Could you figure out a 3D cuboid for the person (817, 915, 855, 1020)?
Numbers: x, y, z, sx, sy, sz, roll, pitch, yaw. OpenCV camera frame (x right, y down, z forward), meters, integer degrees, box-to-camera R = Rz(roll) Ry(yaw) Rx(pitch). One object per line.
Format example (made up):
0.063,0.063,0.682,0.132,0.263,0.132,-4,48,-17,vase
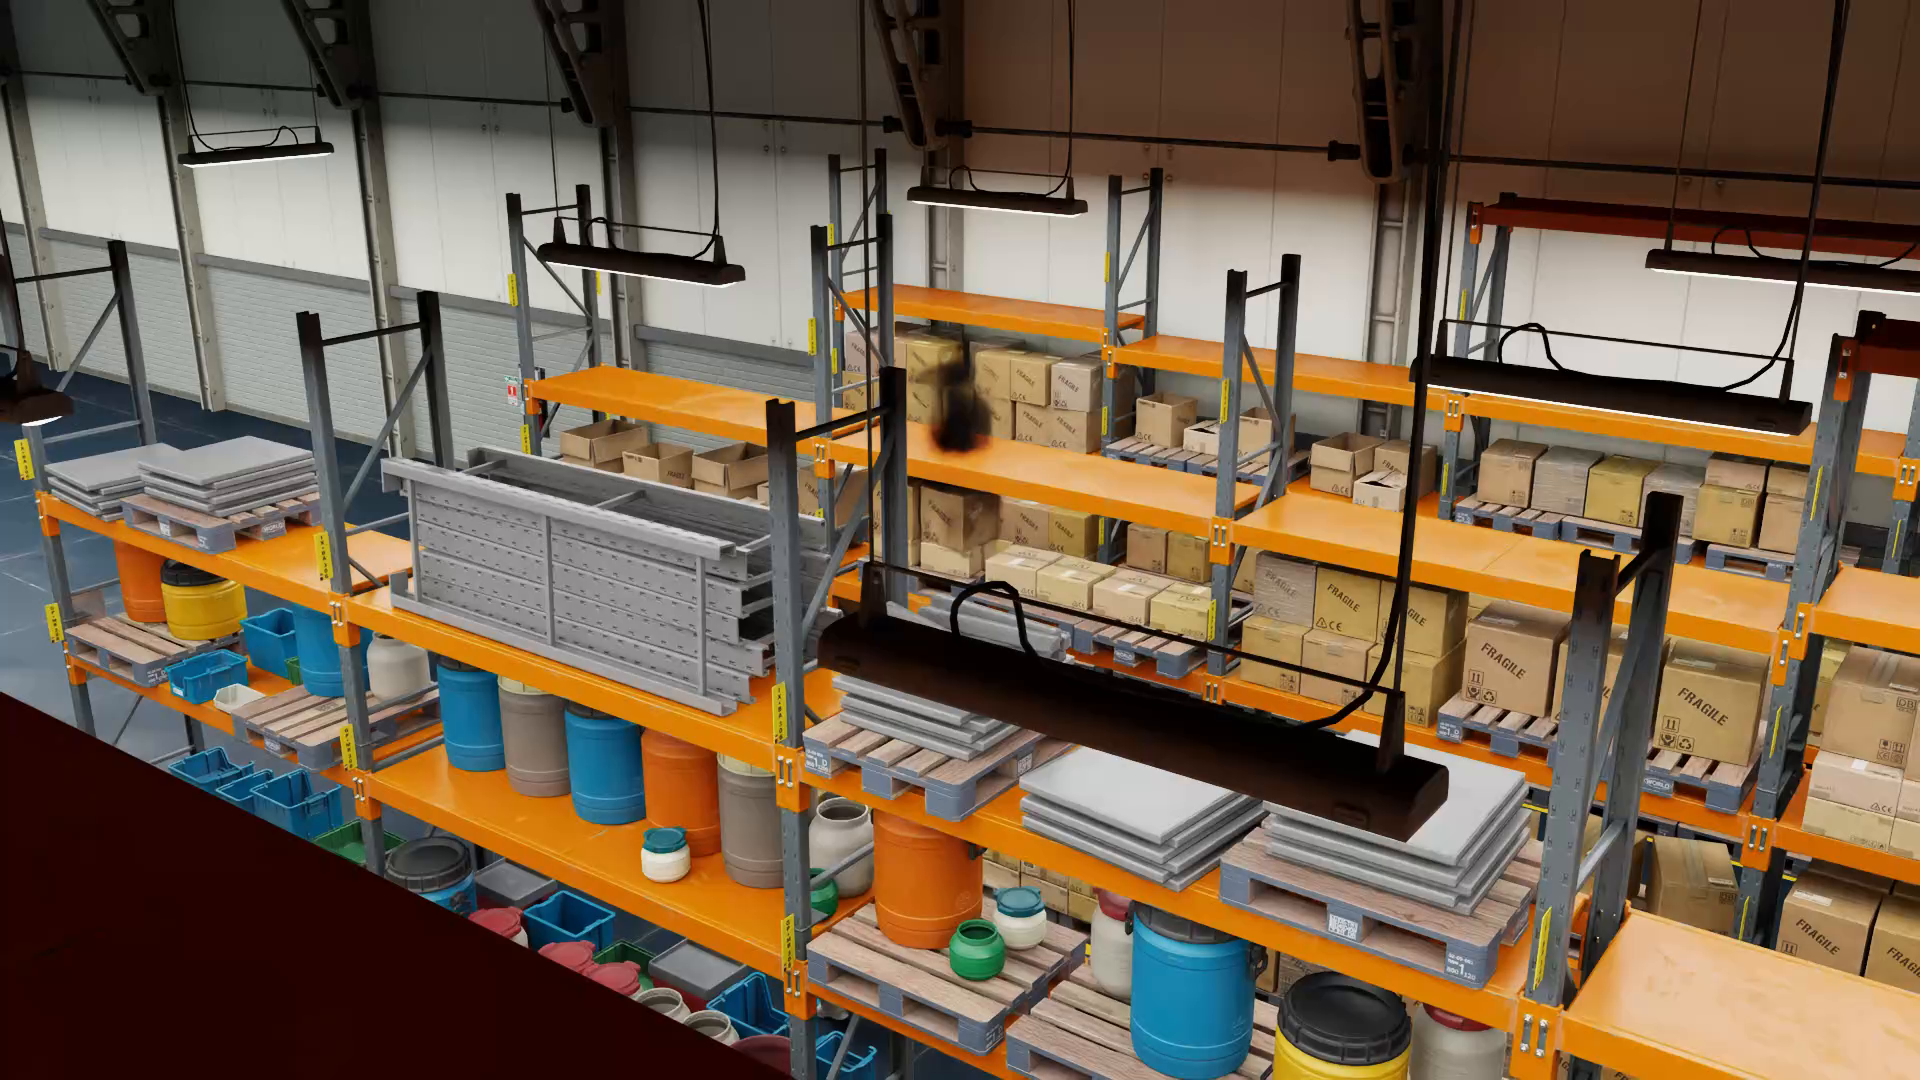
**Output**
-1.056,3.132,13.227,0.700,1.618,0.703,8,20,23,person
